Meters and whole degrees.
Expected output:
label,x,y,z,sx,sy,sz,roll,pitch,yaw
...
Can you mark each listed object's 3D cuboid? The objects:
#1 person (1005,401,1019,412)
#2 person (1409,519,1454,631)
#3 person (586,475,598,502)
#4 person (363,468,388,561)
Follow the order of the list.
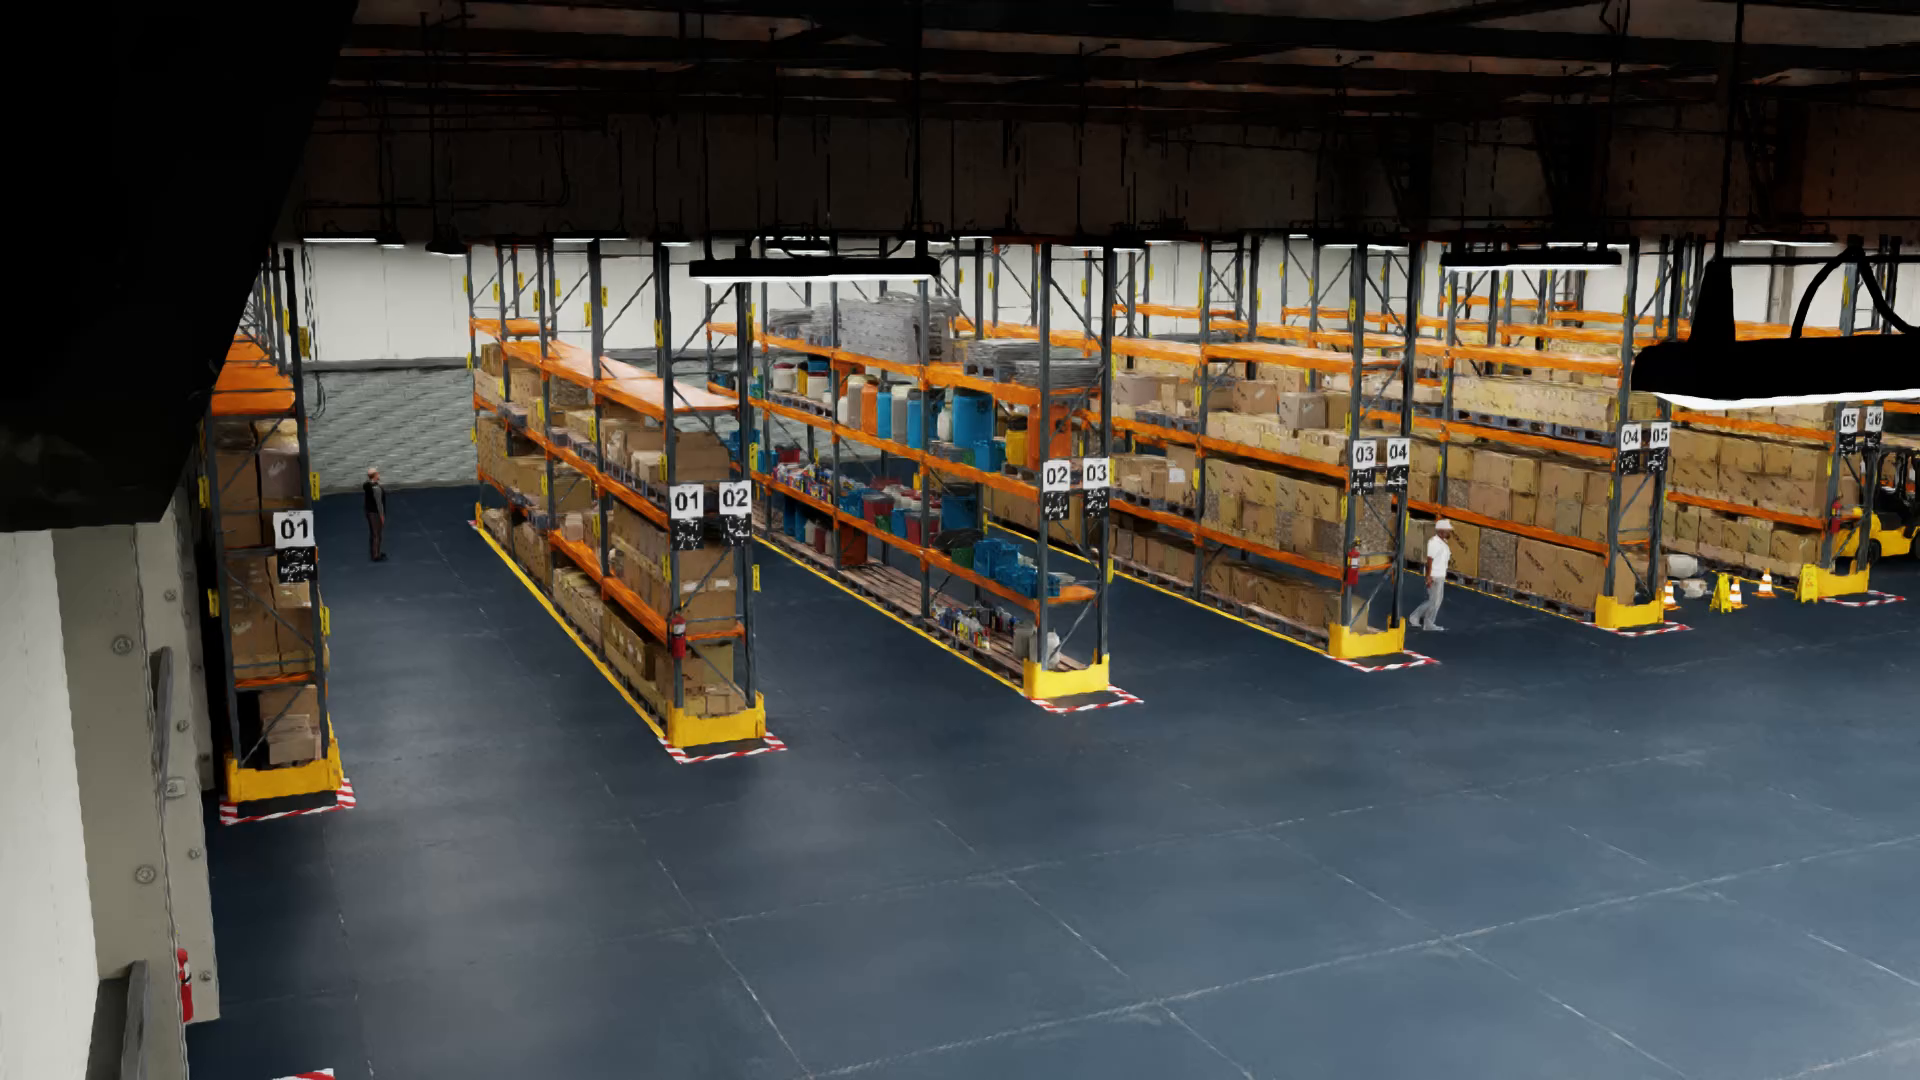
label,x,y,z,sx,sy,sz,roll,pitch,yaw
person,1.321,-2.941,43.772,0.543,1.700,1.114,-4,12,-21
person,7.312,0.543,25.745,0.555,1.757,0.615,6,13,30
person,-7.448,-1.056,33.880,0.477,1.766,0.642,-4,12,-21
person,-10.892,-0.494,31.043,0.399,1.723,0.617,-9,14,-39
